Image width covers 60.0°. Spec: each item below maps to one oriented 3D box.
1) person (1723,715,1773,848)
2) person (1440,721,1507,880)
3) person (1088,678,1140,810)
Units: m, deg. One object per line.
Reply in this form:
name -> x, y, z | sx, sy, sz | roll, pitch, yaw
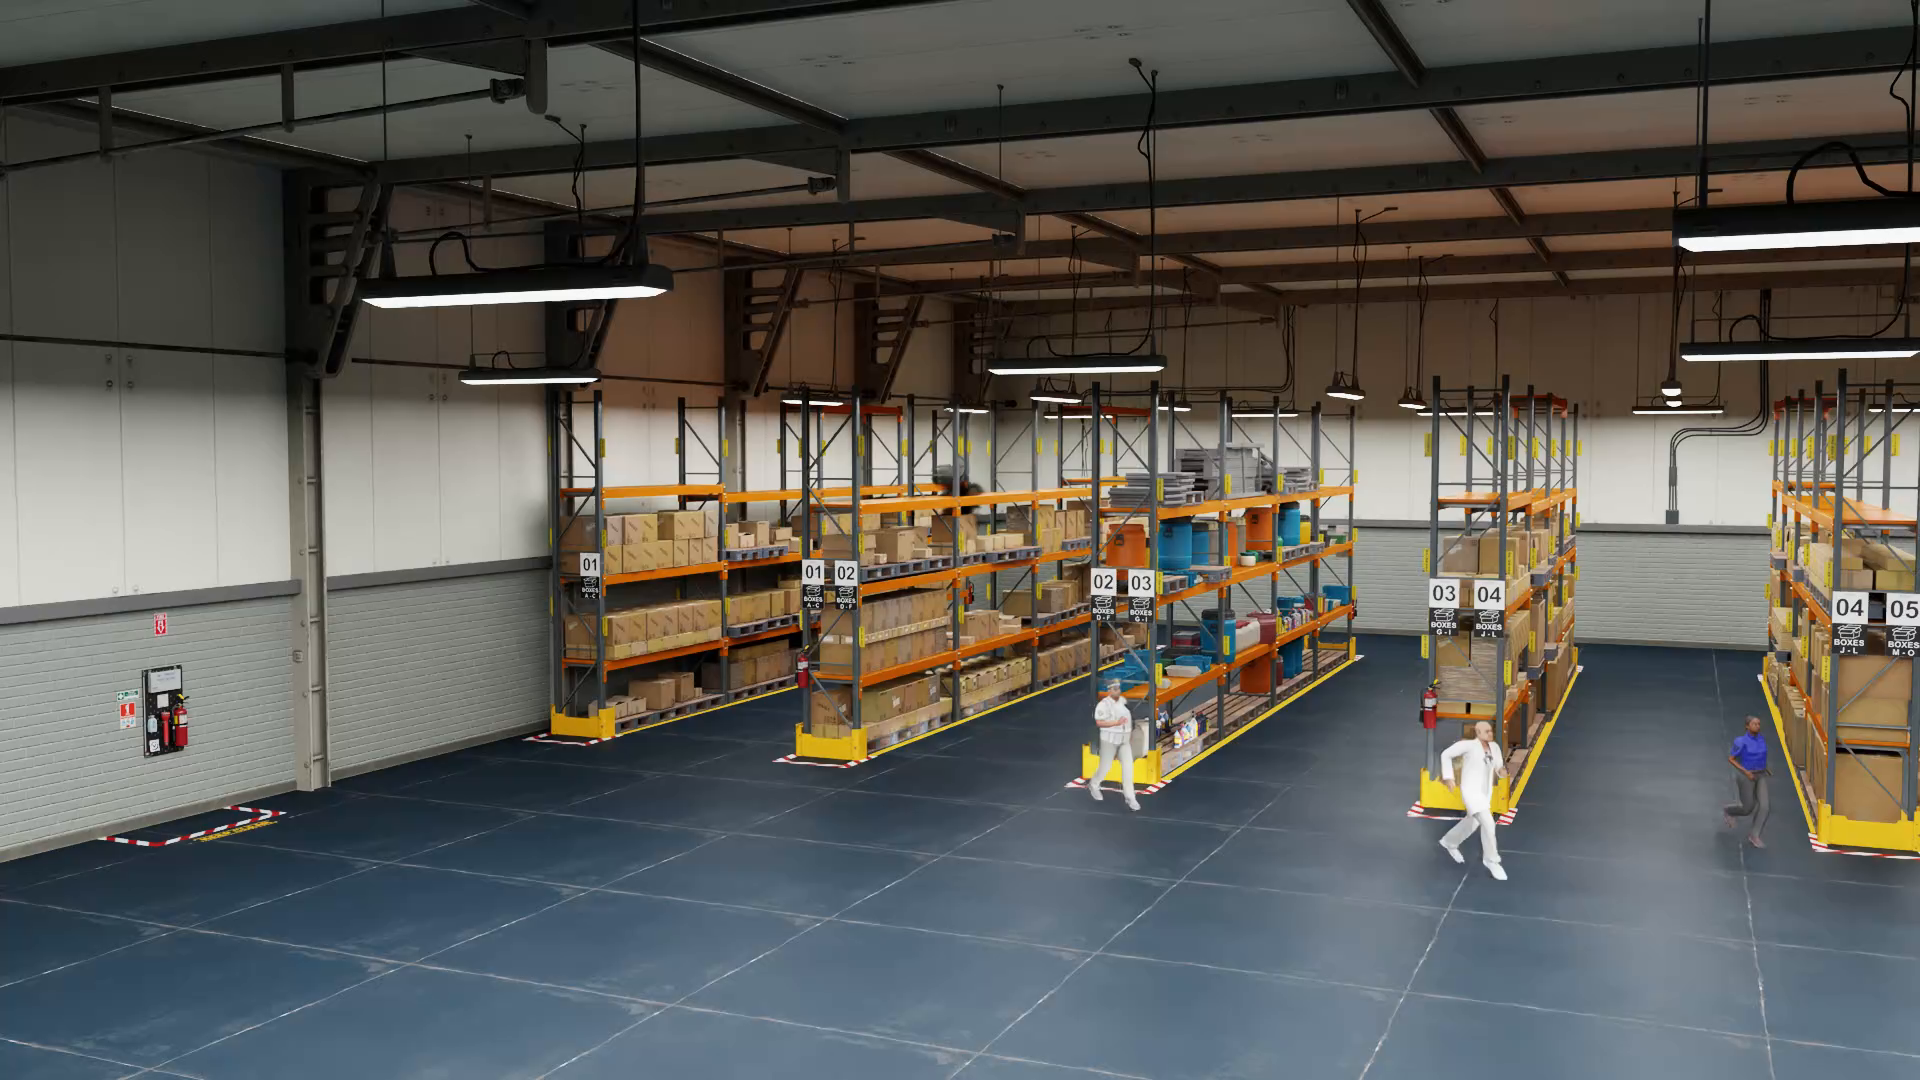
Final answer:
person -> 10.041, 3.044, 21.119 | 0.588, 1.651, 0.676 | -1, 3, -12
person -> 6.078, 3.039, 19.669 | 0.738, 1.813, 1.024 | -2, 4, -29
person -> 2.160, 2.812, 23.216 | 0.657, 1.780, 0.968 | -2, 4, -29
